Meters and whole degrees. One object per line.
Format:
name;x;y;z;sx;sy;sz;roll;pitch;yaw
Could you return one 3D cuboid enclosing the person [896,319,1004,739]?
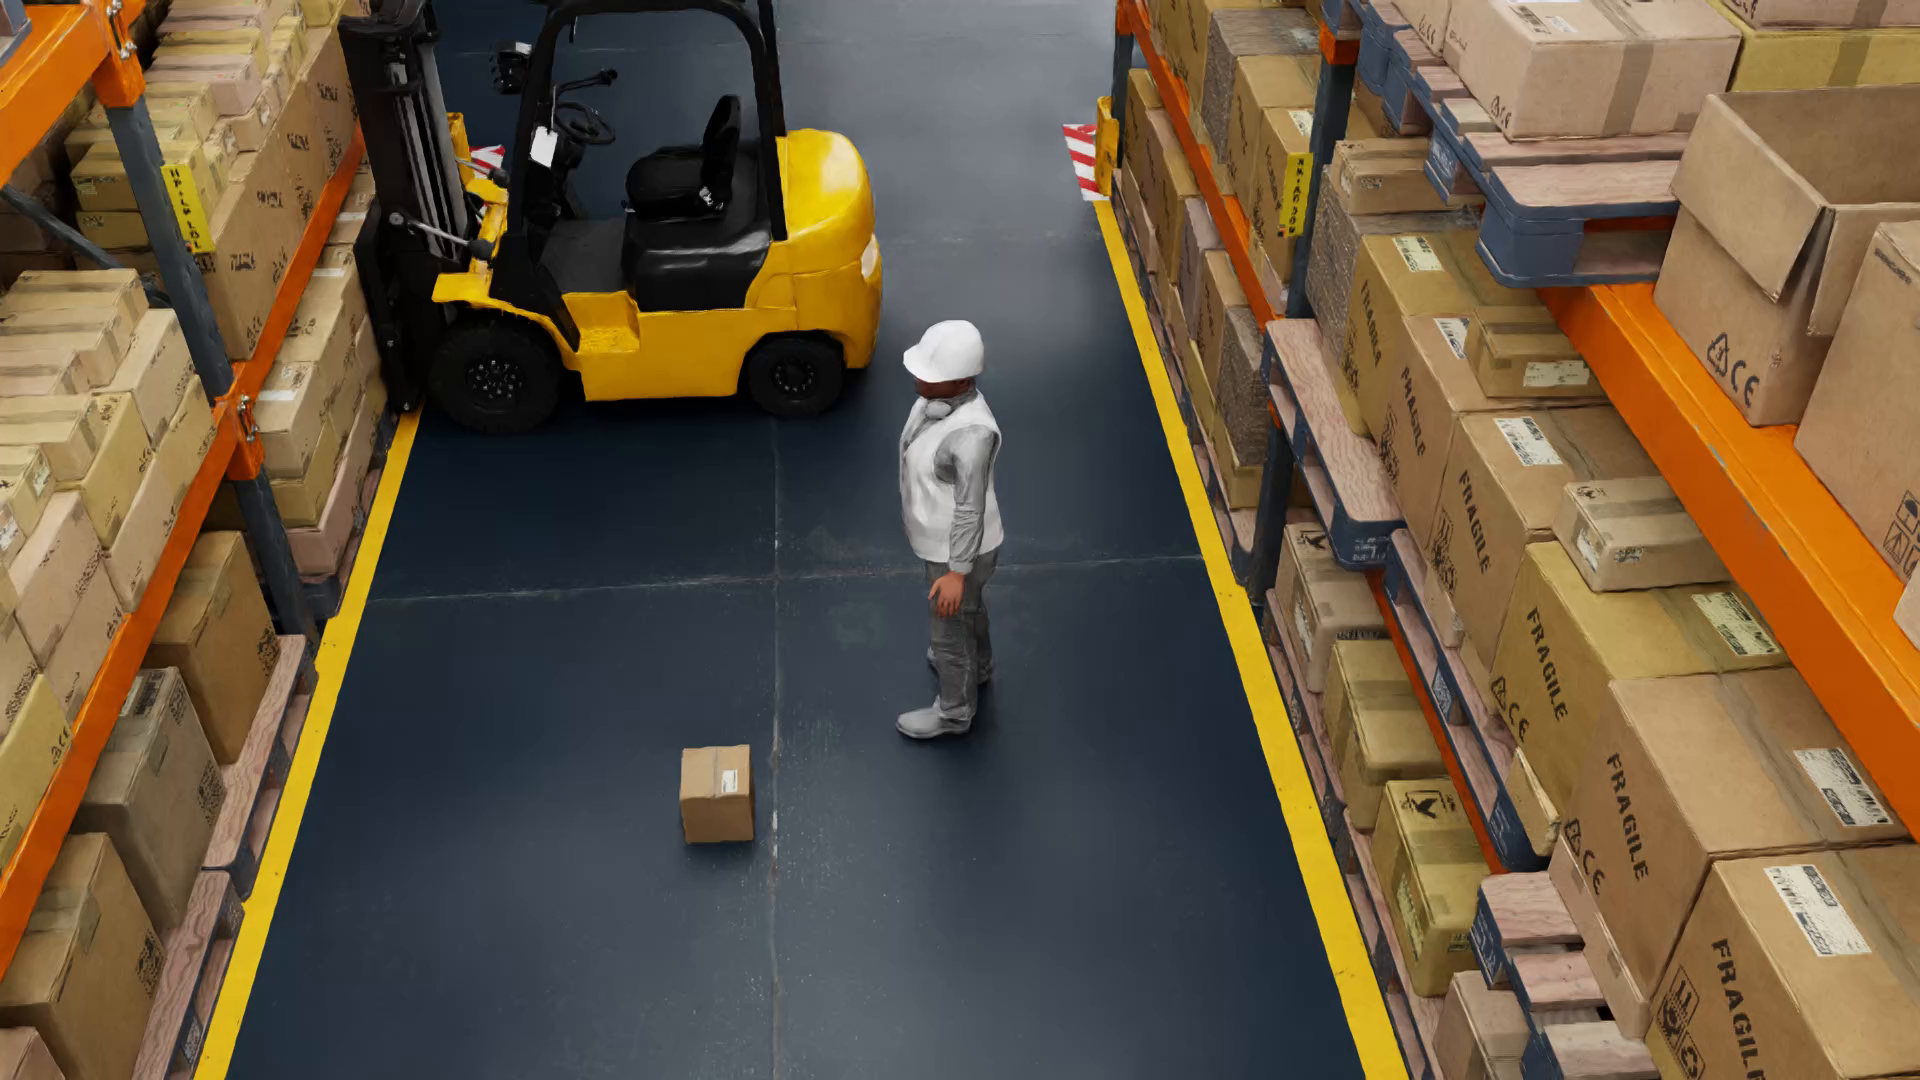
person;-0.056;-0.019;6.127;0.441;1.779;0.647;-7;39;-9
